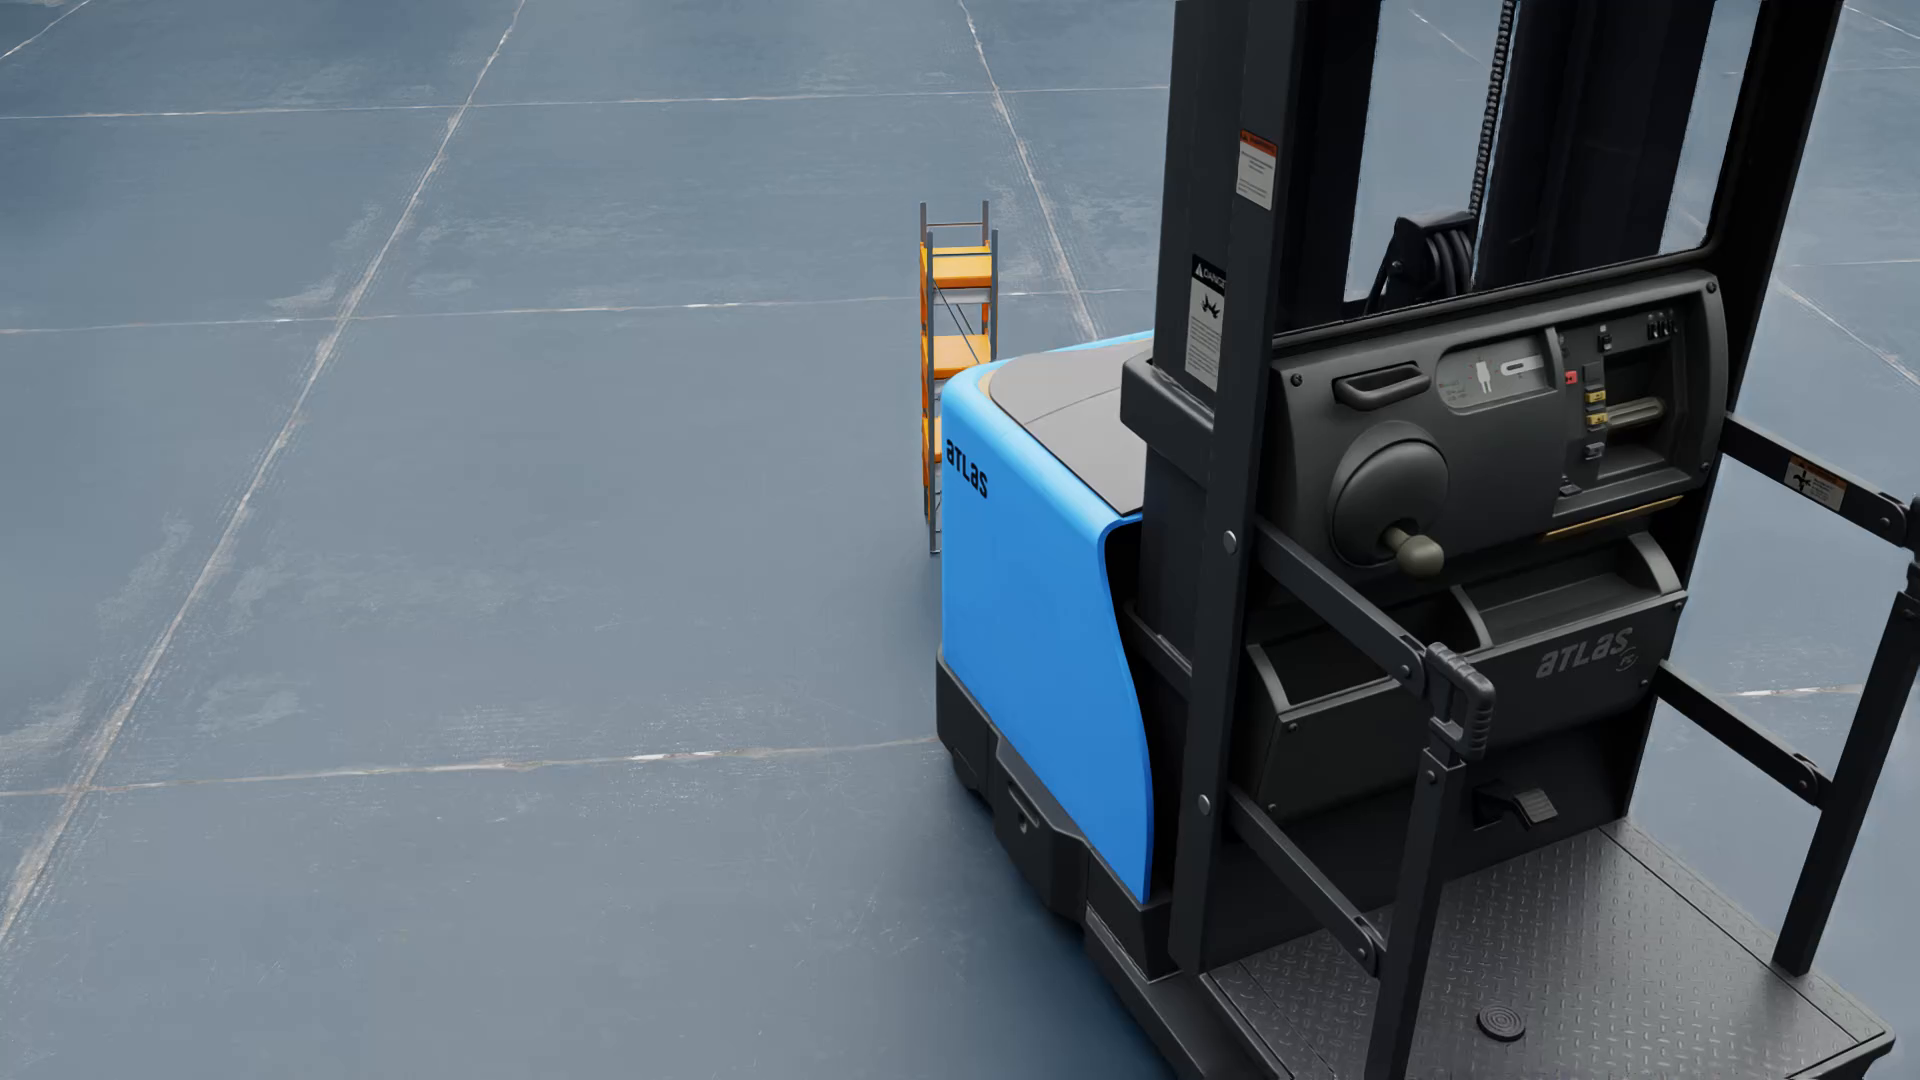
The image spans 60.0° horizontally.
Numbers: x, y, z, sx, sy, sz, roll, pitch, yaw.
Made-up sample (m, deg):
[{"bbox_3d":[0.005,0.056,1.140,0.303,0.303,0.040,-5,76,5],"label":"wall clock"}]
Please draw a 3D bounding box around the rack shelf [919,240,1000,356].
[{"bbox_3d":[-0.005,-0.713,4.886,0.215,0.259,0.240,-3,31,-5],"label":"rack shelf"}]

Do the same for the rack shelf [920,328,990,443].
[{"bbox_3d":[-0.005,-0.469,5.032,0.215,0.259,0.240,-3,31,-5],"label":"rack shelf"}]

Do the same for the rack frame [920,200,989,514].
[{"bbox_3d":[-0.016,-0.540,5.131,0.200,1.050,0.008,-3,31,-5],"label":"rack frame"}]

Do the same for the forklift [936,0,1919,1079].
[{"bbox_3d":[1.028,-0.148,2.639,1.130,2.935,3.031,-14,33,-22],"label":"forklift"}]

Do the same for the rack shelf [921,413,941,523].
[{"bbox_3d":[-0.005,-0.230,5.174,0.215,0.259,0.240,-3,31,-5],"label":"rack shelf"}]

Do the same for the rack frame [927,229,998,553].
[{"bbox_3d":[0.006,-0.416,4.922,0.200,1.050,0.008,-3,31,-5],"label":"rack frame"}]

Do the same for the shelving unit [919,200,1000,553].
[{"bbox_3d":[-0.005,-0.478,5.027,0.215,1.050,0.252,-3,31,-5],"label":"shelving unit"}]
